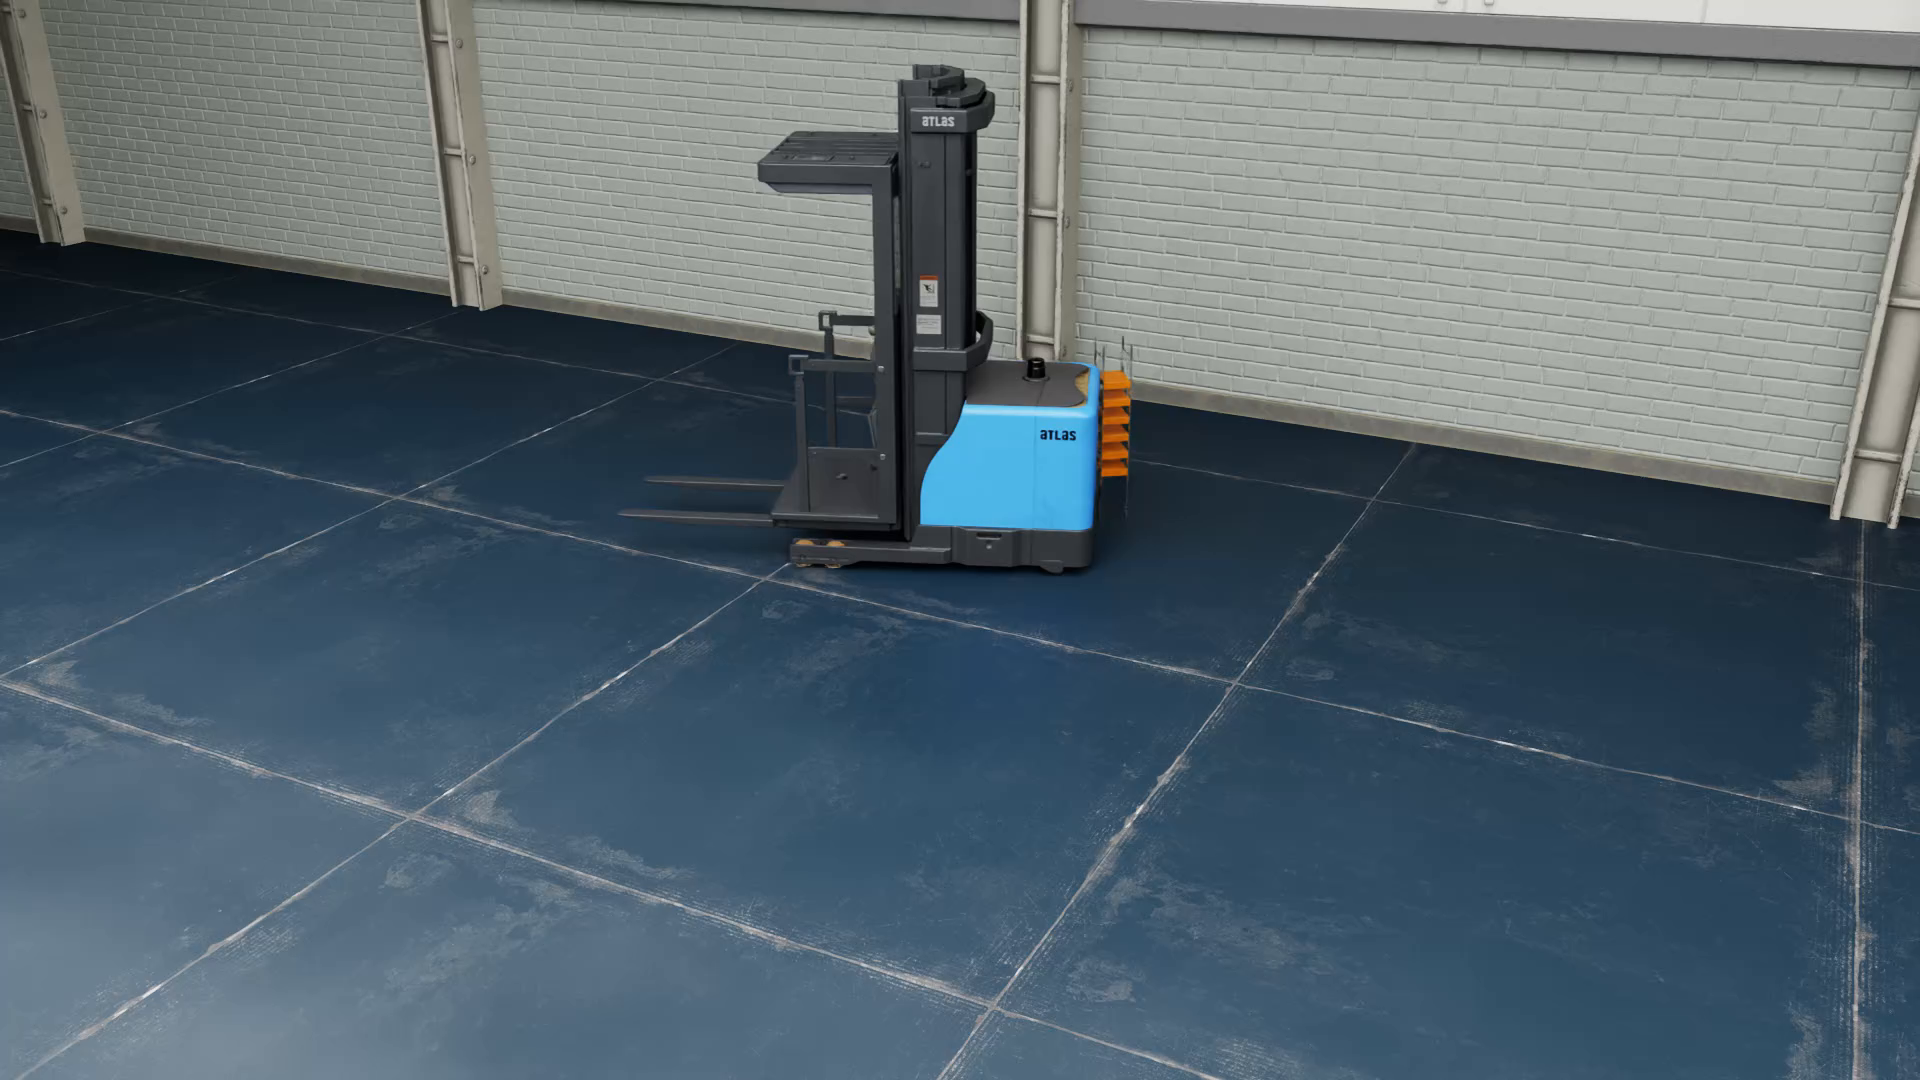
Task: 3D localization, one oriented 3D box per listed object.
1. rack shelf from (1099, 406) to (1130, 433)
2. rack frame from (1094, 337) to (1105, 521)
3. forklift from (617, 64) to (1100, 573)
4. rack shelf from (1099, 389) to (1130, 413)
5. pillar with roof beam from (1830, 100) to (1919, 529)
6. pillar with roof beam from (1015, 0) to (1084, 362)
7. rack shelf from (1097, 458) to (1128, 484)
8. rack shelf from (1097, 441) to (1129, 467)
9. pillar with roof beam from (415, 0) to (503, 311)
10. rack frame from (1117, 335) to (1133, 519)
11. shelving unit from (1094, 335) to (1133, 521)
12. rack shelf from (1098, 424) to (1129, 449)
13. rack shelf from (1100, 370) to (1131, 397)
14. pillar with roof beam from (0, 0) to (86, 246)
[{"bbox_3d":[0.992,-0.798,10.899,0.180,0.103,0.258,-4,23,-9],"label":"rack shelf"},{"bbox_3d":[0.902,-0.722,10.914,0.006,1.200,0.240,-4,23,-9],"label":"rack frame"},{"bbox_3d":[-0.640,-1.375,10.237,3.031,2.935,1.130,2,23,5],"label":"forklift"},{"bbox_3d":[0.991,-0.909,10.852,0.180,0.103,0.258,-4,23,-9],"label":"rack shelf"},{"bbox_3d":[4.103,-2.799,5.832,0.400,9.000,9.100,11,25,25],"label":"pillar with roof beam"},{"bbox_3d":[-1.252,-3.858,8.323,0.400,9.000,9.100,11,25,25],"label":"pillar with roof beam"},{"bbox_3d":[0.994,-0.467,11.040,0.180,0.103,0.258,-4,23,-9],"label":"rack shelf"},{"bbox_3d":[0.994,-0.578,10.993,0.180,0.103,0.258,-4,23,-9],"label":"rack shelf"},{"bbox_3d":[-6.607,-4.918,10.815,0.400,9.000,9.100,11,25,25],"label":"pillar with roof beam"},{"bbox_3d":[1.083,-0.736,10.943,0.006,1.200,0.240,-4,23,-9],"label":"rack frame"},{"bbox_3d":[0.992,-0.729,10.929,0.189,1.200,0.258,-4,23,-9],"label":"shelving unit"},{"bbox_3d":[0.993,-0.688,10.946,0.180,0.103,0.258,-4,23,-9],"label":"rack shelf"},{"bbox_3d":[0.990,-1.019,10.805,0.180,0.103,0.258,-4,23,-9],"label":"rack shelf"},{"bbox_3d":[-11.961,-5.977,13.306,0.400,9.000,9.100,11,25,25],"label":"pillar with roof beam"}]
